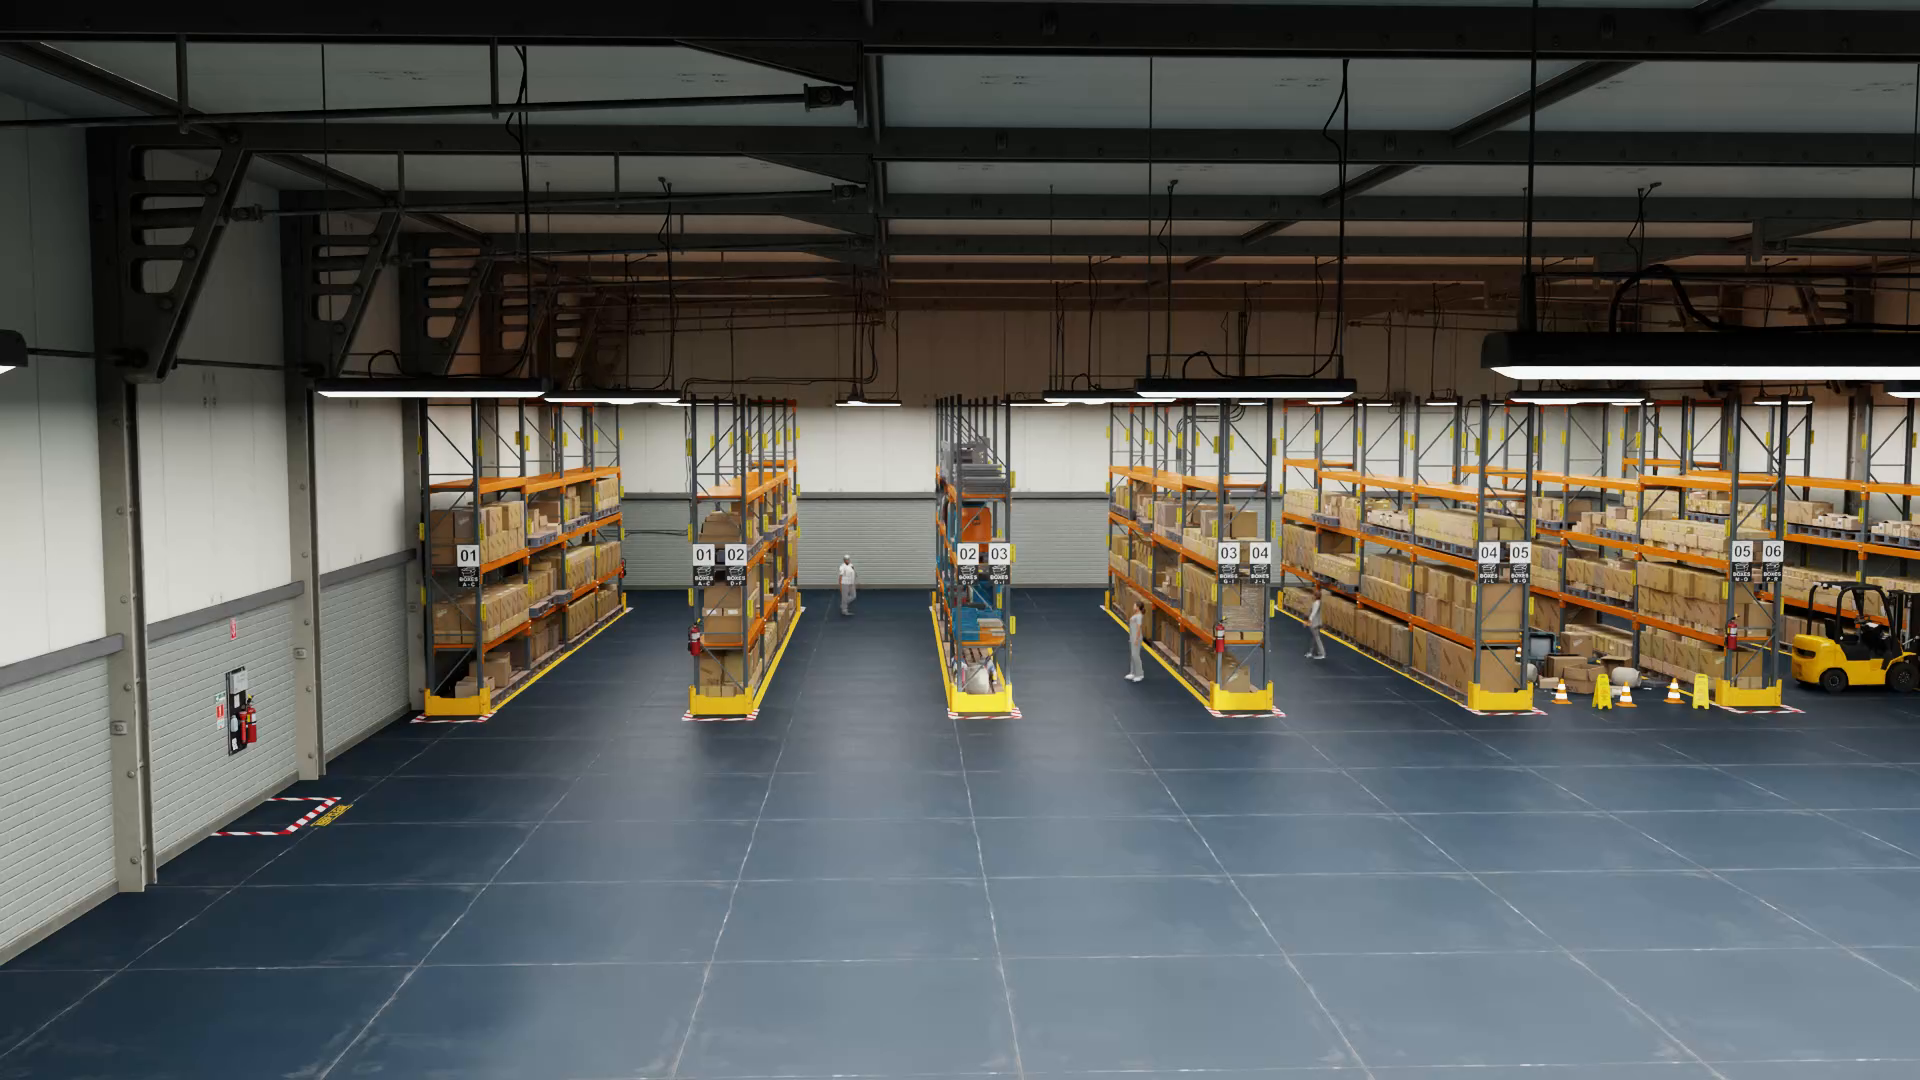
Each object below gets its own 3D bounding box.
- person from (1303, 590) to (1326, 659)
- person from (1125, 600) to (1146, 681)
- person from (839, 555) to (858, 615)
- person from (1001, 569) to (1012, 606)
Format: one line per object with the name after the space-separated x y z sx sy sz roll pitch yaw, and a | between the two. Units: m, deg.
8.077 1.939 38.051 0.500 1.602 0.724 -4 6 -43 | person
3.722 2.130 35.231 0.411 1.706 0.505 -1 5 -10 | person
-3.163 1.246 46.394 0.531 1.671 0.488 3 5 34 | person
1.199 1.056 48.389 0.589 1.732 0.975 -1 5 -14 | person
